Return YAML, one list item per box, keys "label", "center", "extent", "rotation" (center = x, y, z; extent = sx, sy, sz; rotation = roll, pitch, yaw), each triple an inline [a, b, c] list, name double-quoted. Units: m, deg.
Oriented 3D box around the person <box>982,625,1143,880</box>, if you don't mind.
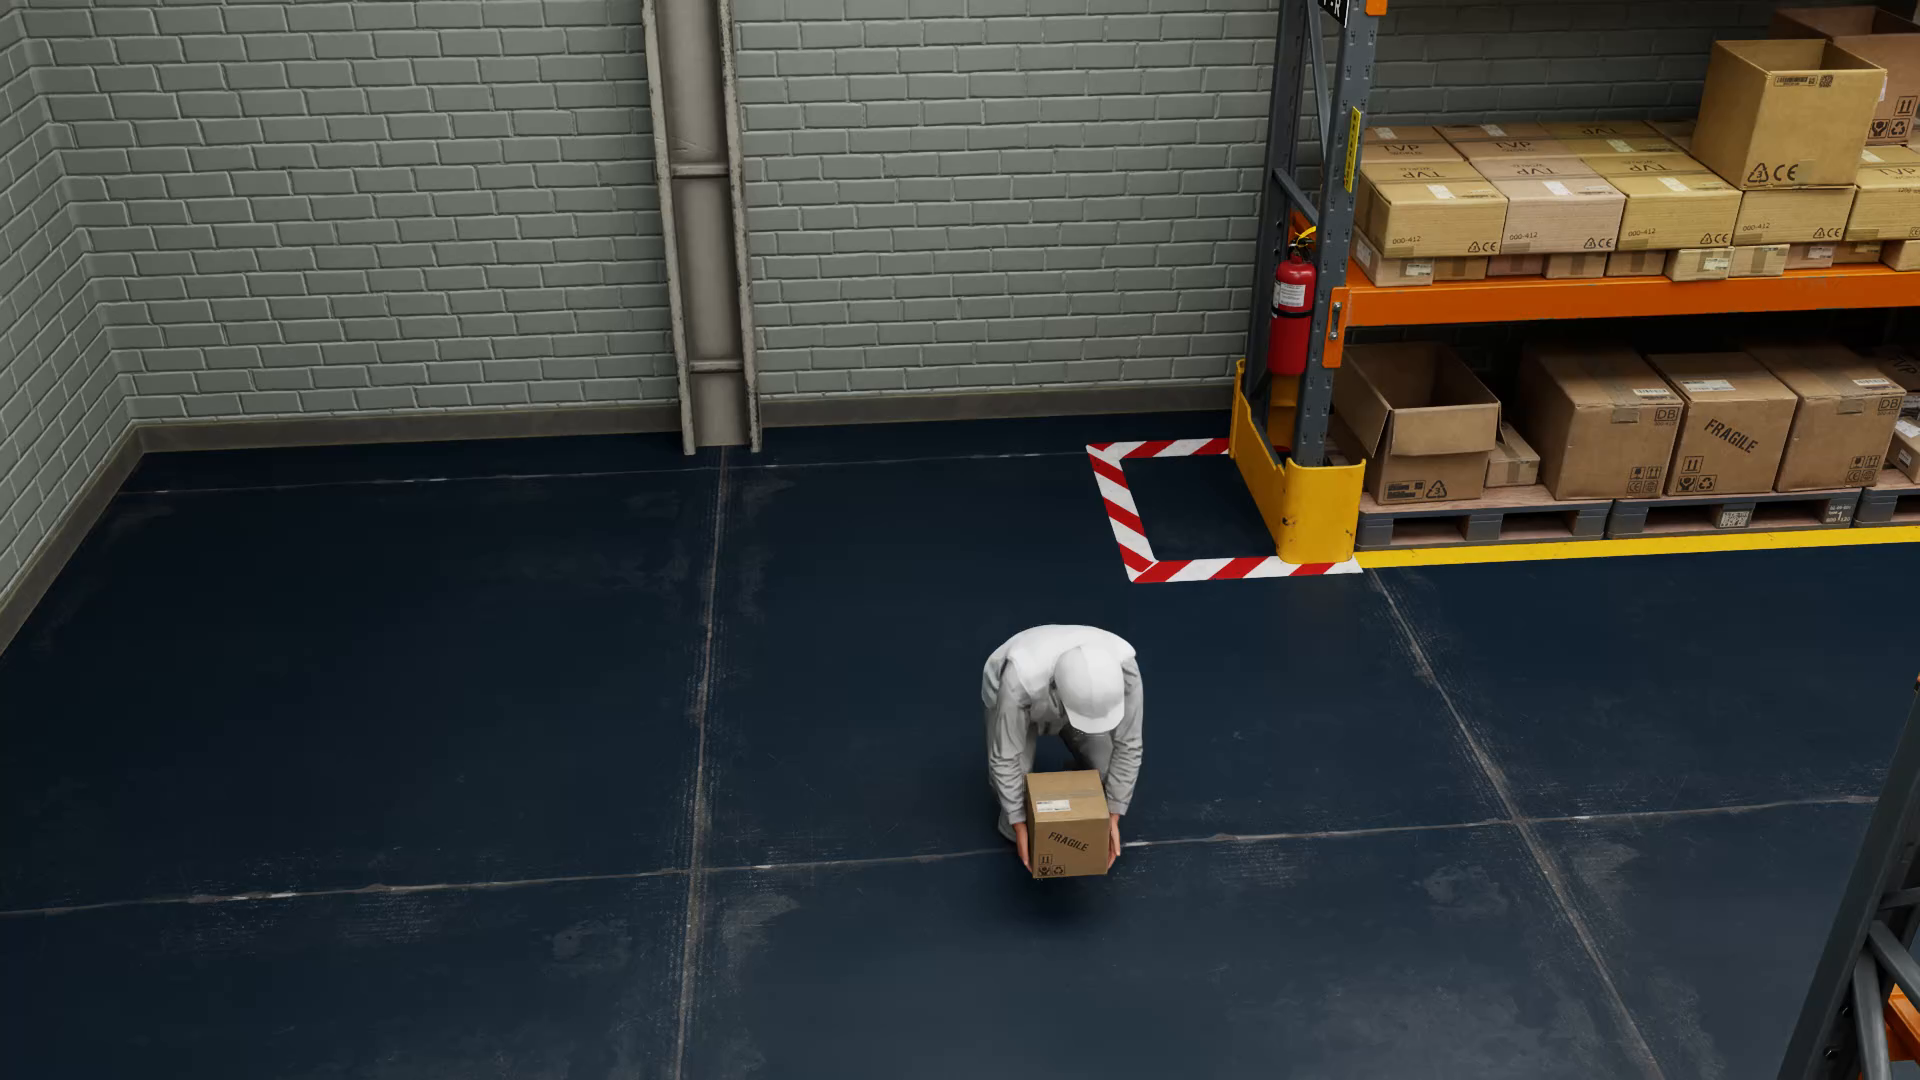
- label: "person"
  center: [0.350, 0.634, 5.809]
  extent: [0.532, 1.001, 0.867]
  rotation: [-3, 31, -4]
